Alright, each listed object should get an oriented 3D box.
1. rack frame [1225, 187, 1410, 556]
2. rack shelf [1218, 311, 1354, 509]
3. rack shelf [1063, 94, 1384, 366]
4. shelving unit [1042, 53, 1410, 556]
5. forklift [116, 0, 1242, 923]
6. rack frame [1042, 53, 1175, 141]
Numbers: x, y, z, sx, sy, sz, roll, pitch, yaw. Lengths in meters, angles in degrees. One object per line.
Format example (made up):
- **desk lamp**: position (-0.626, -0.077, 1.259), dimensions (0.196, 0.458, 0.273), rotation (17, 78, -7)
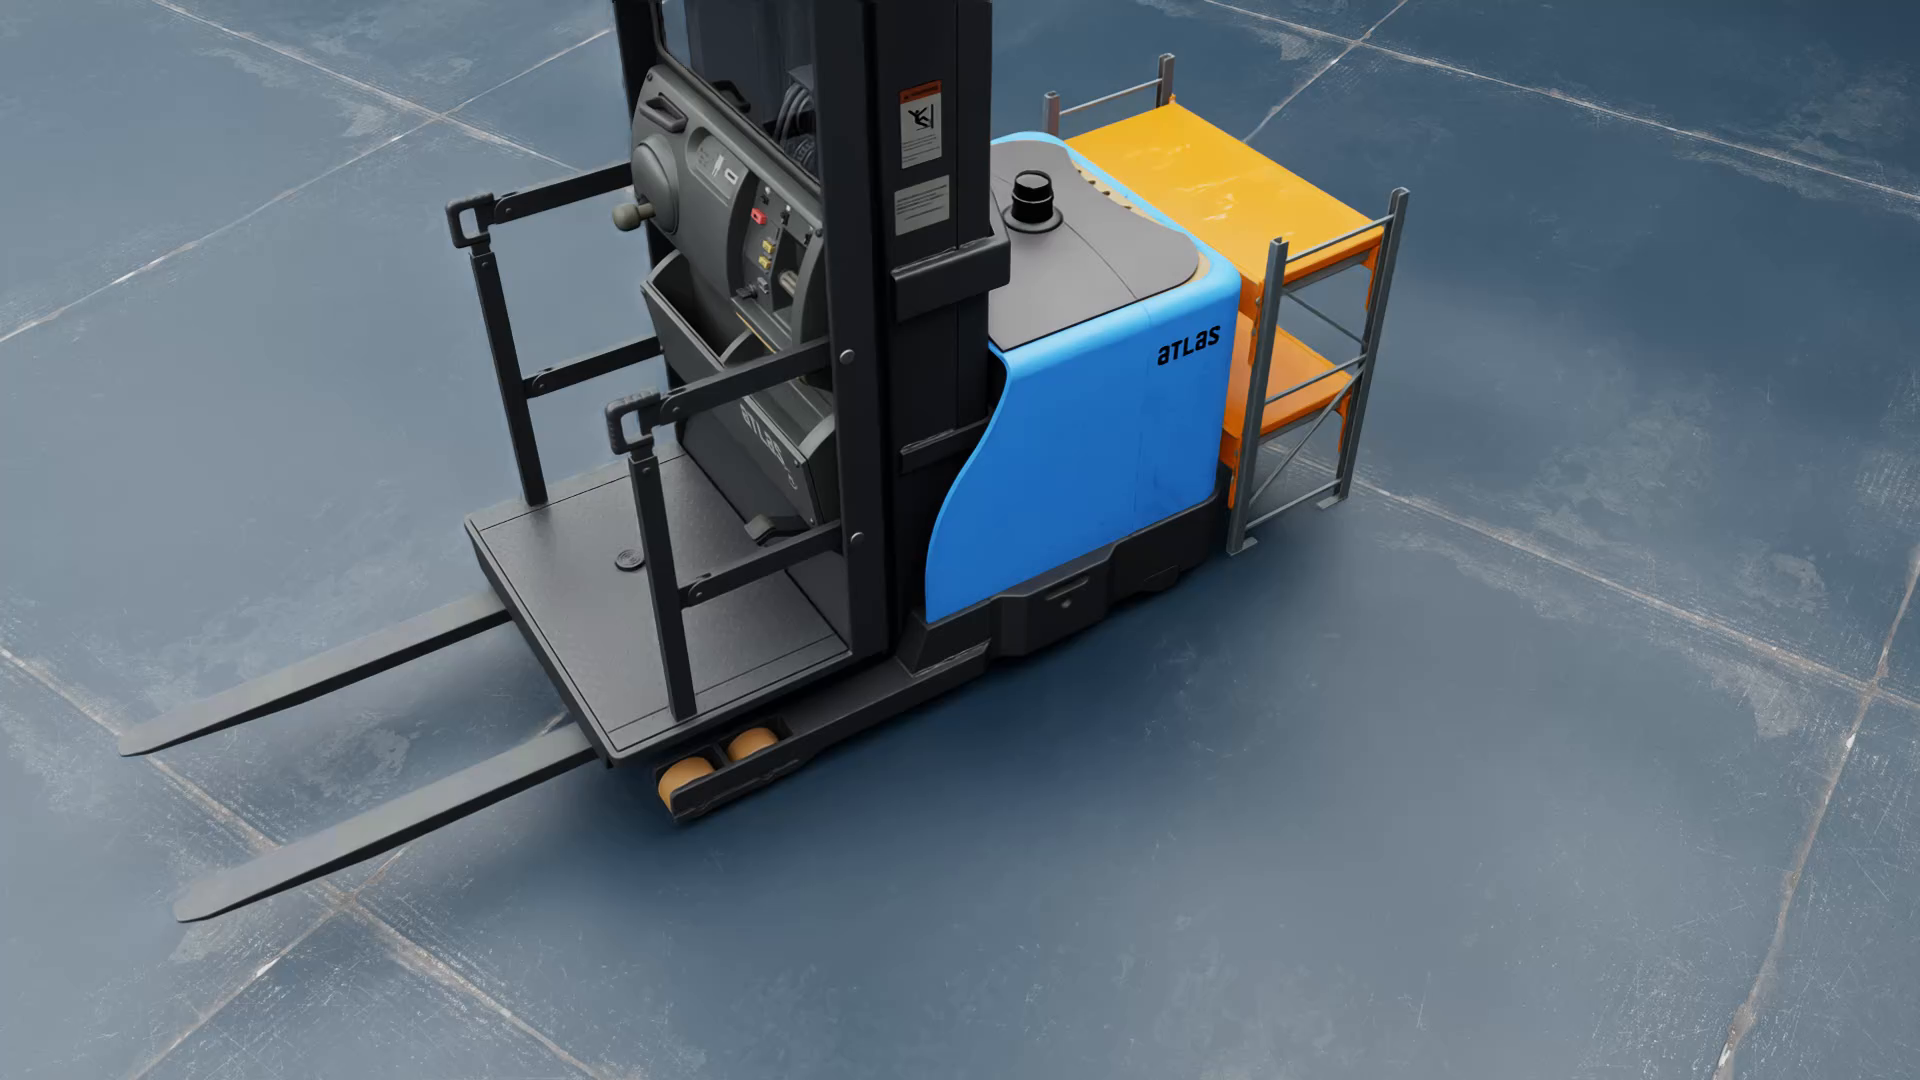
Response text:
- **rack frame**: position (1.046, -0.470, 4.932), dimensions (0.500, 1.125, 0.032), rotation (-25, 47, -25)
- **rack shelf**: position (0.758, -0.567, 5.407), dimensions (0.538, 0.278, 1.000), rotation (-25, 47, -25)
- **rack shelf**: position (0.758, -0.968, 5.049), dimensions (0.538, 0.278, 1.000), rotation (-25, 47, -25)
- **shelving unit**: position (0.758, -0.750, 5.244), dimensions (0.538, 1.125, 1.048), rotation (-25, 47, -25)
- **forklift**: position (-0.743, -0.756, 3.897), dimensions (3.031, 2.935, 1.130), rotation (-23, 47, -24)
- **rack frame**: position (0.469, -1.029, 5.556), dimensions (0.500, 1.125, 0.032), rotation (-25, 47, -25)
